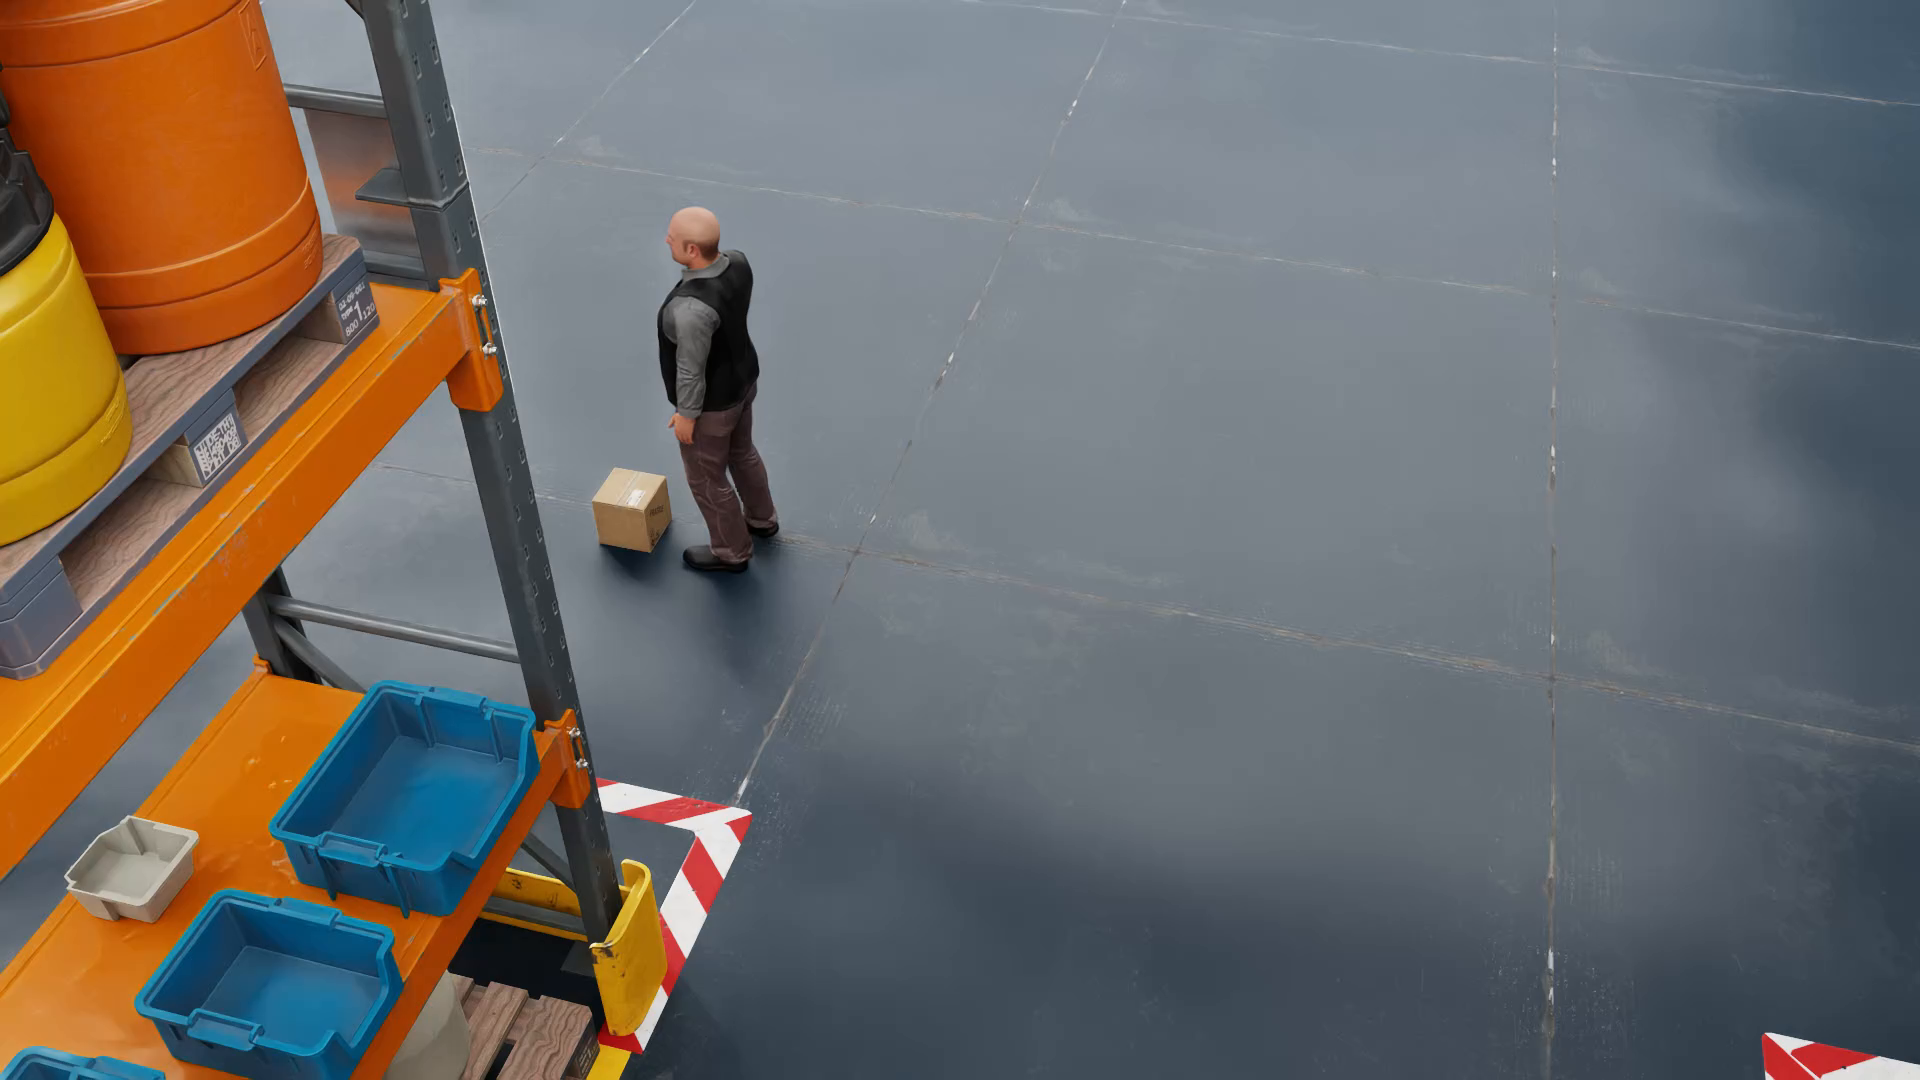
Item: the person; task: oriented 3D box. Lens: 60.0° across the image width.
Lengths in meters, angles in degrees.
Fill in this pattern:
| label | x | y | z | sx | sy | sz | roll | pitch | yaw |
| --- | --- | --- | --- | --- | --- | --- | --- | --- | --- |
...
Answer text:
| label | x | y | z | sx | sy | sz | roll | pitch | yaw |
| --- | --- | --- | --- | --- | --- | --- | --- | --- | --- |
| person | -1.026 | -0.588 | 6.898 | 0.357 | 1.770 | 0.533 | 11 | 42 | 12 |
